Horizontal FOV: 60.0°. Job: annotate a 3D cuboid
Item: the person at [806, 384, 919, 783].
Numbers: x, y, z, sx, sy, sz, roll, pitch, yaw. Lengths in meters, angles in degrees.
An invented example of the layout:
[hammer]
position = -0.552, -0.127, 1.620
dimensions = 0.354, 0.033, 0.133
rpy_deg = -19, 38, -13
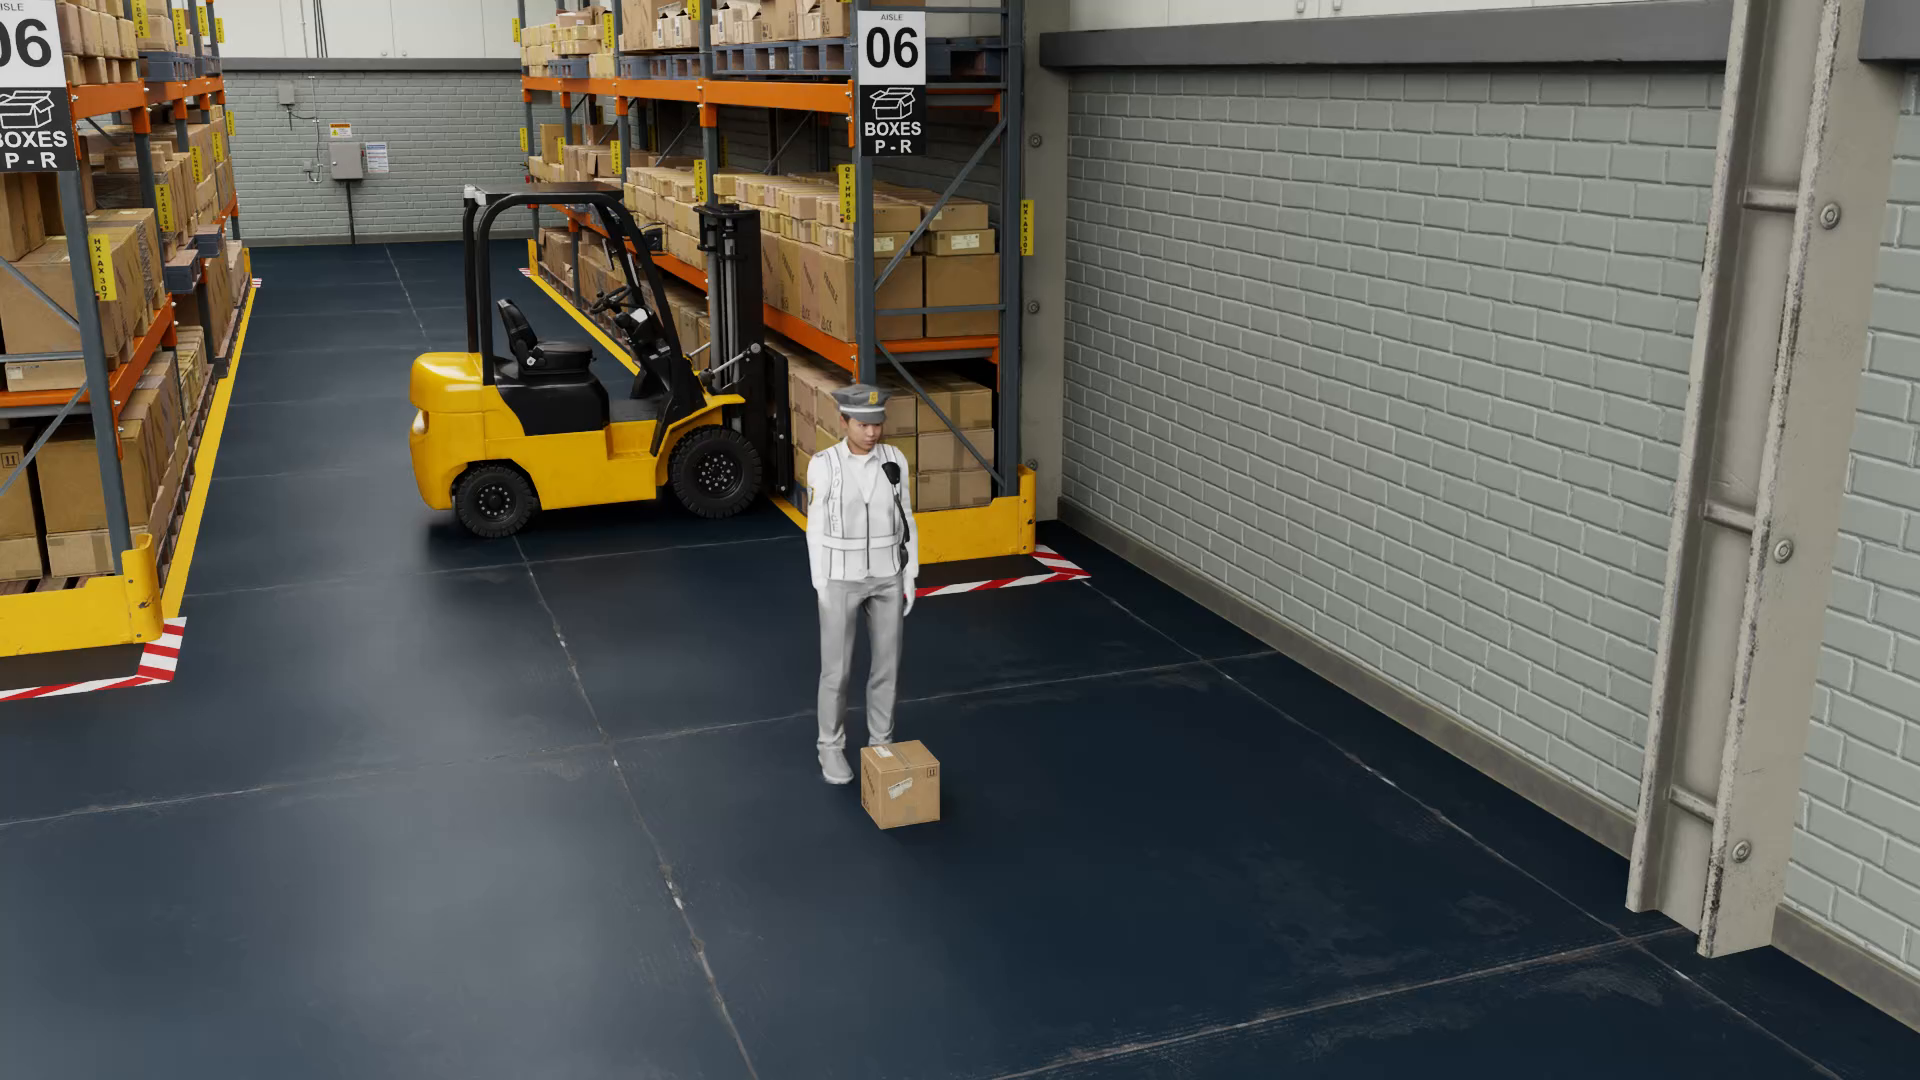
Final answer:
[person]
position = -0.392, 0.180, 6.898
dimensions = 0.469, 1.665, 0.329
rpy_deg = -6, 17, -19
